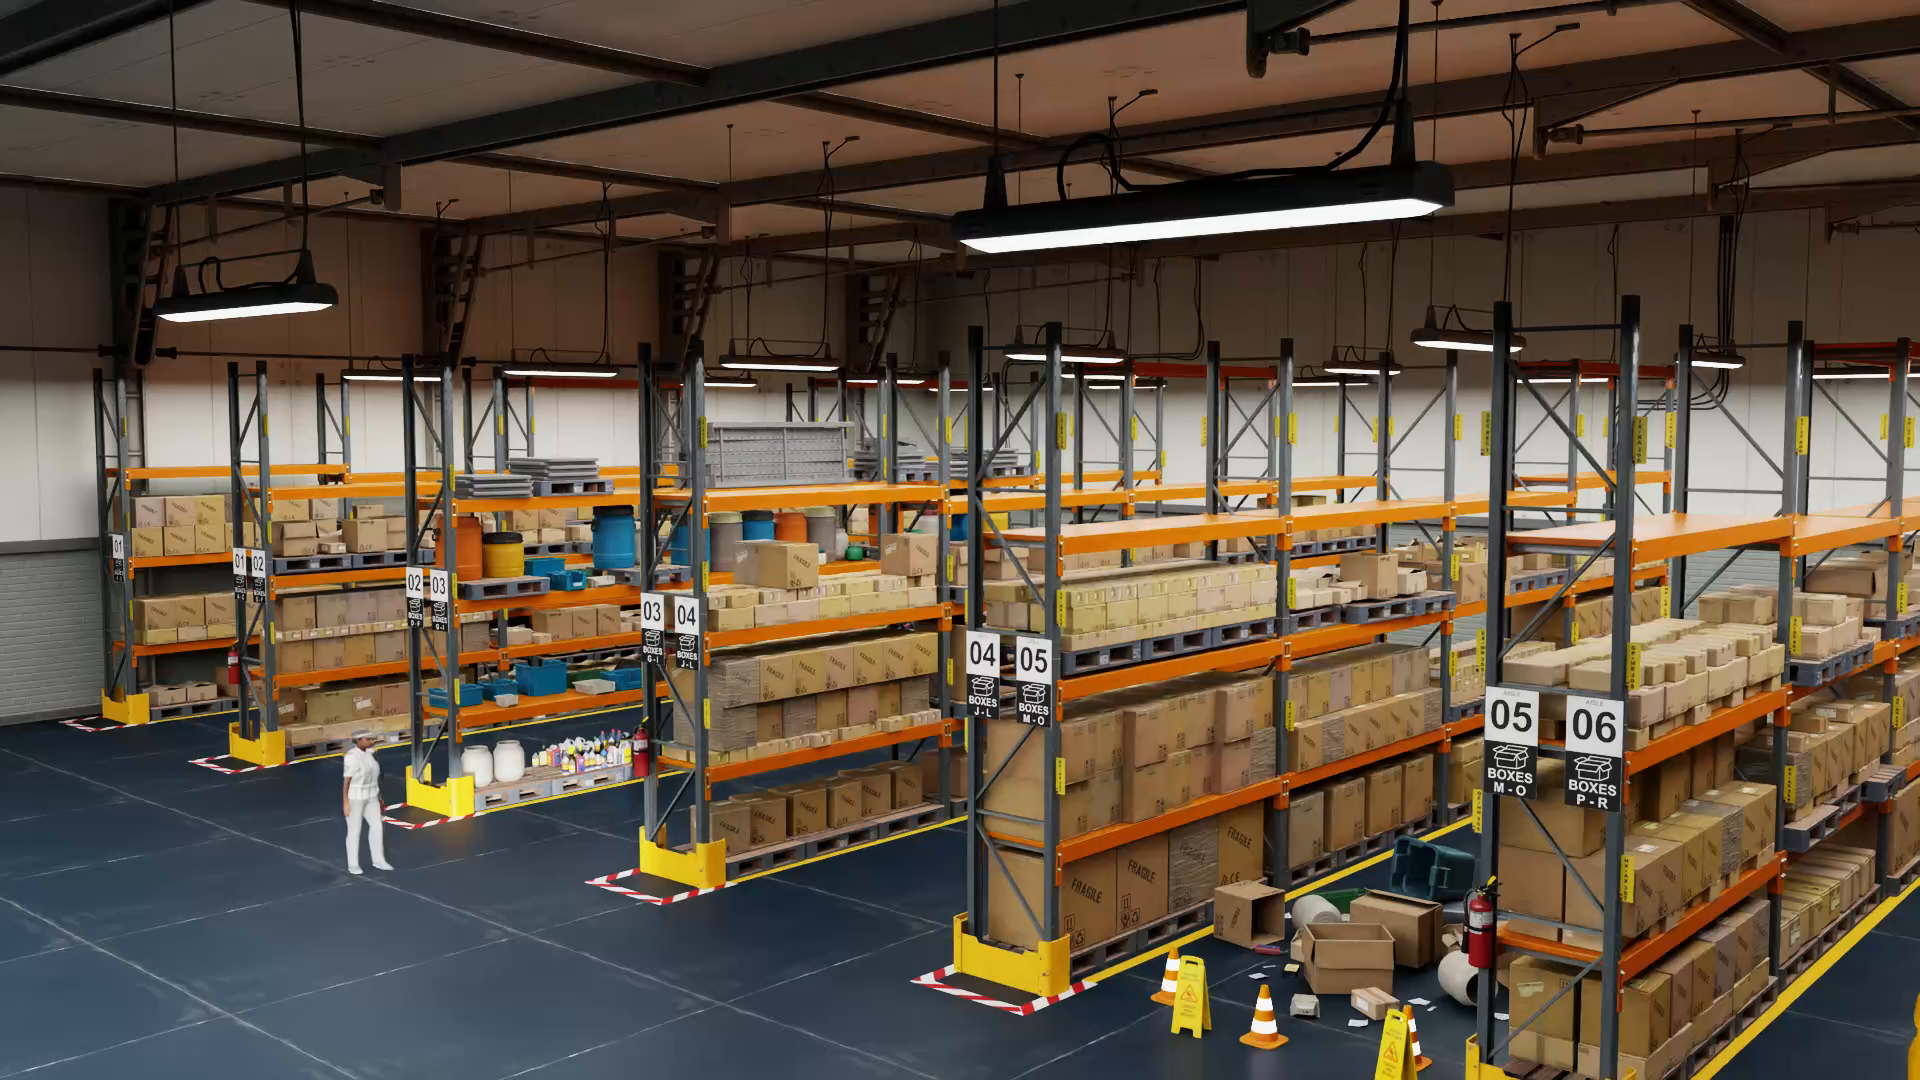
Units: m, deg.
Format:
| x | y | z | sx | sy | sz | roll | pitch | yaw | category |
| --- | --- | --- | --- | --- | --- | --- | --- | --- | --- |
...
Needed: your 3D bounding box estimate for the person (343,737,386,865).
| x | y | z | sx | sy | sz | roll | pitch | yaw | category |
| --- | --- | --- | --- | --- | --- | --- | --- | --- | --- |
| -6.796 | 2.918 | 18.899 | 0.344 | 1.585 | 0.542 | 2 | 5 | 27 | person |
